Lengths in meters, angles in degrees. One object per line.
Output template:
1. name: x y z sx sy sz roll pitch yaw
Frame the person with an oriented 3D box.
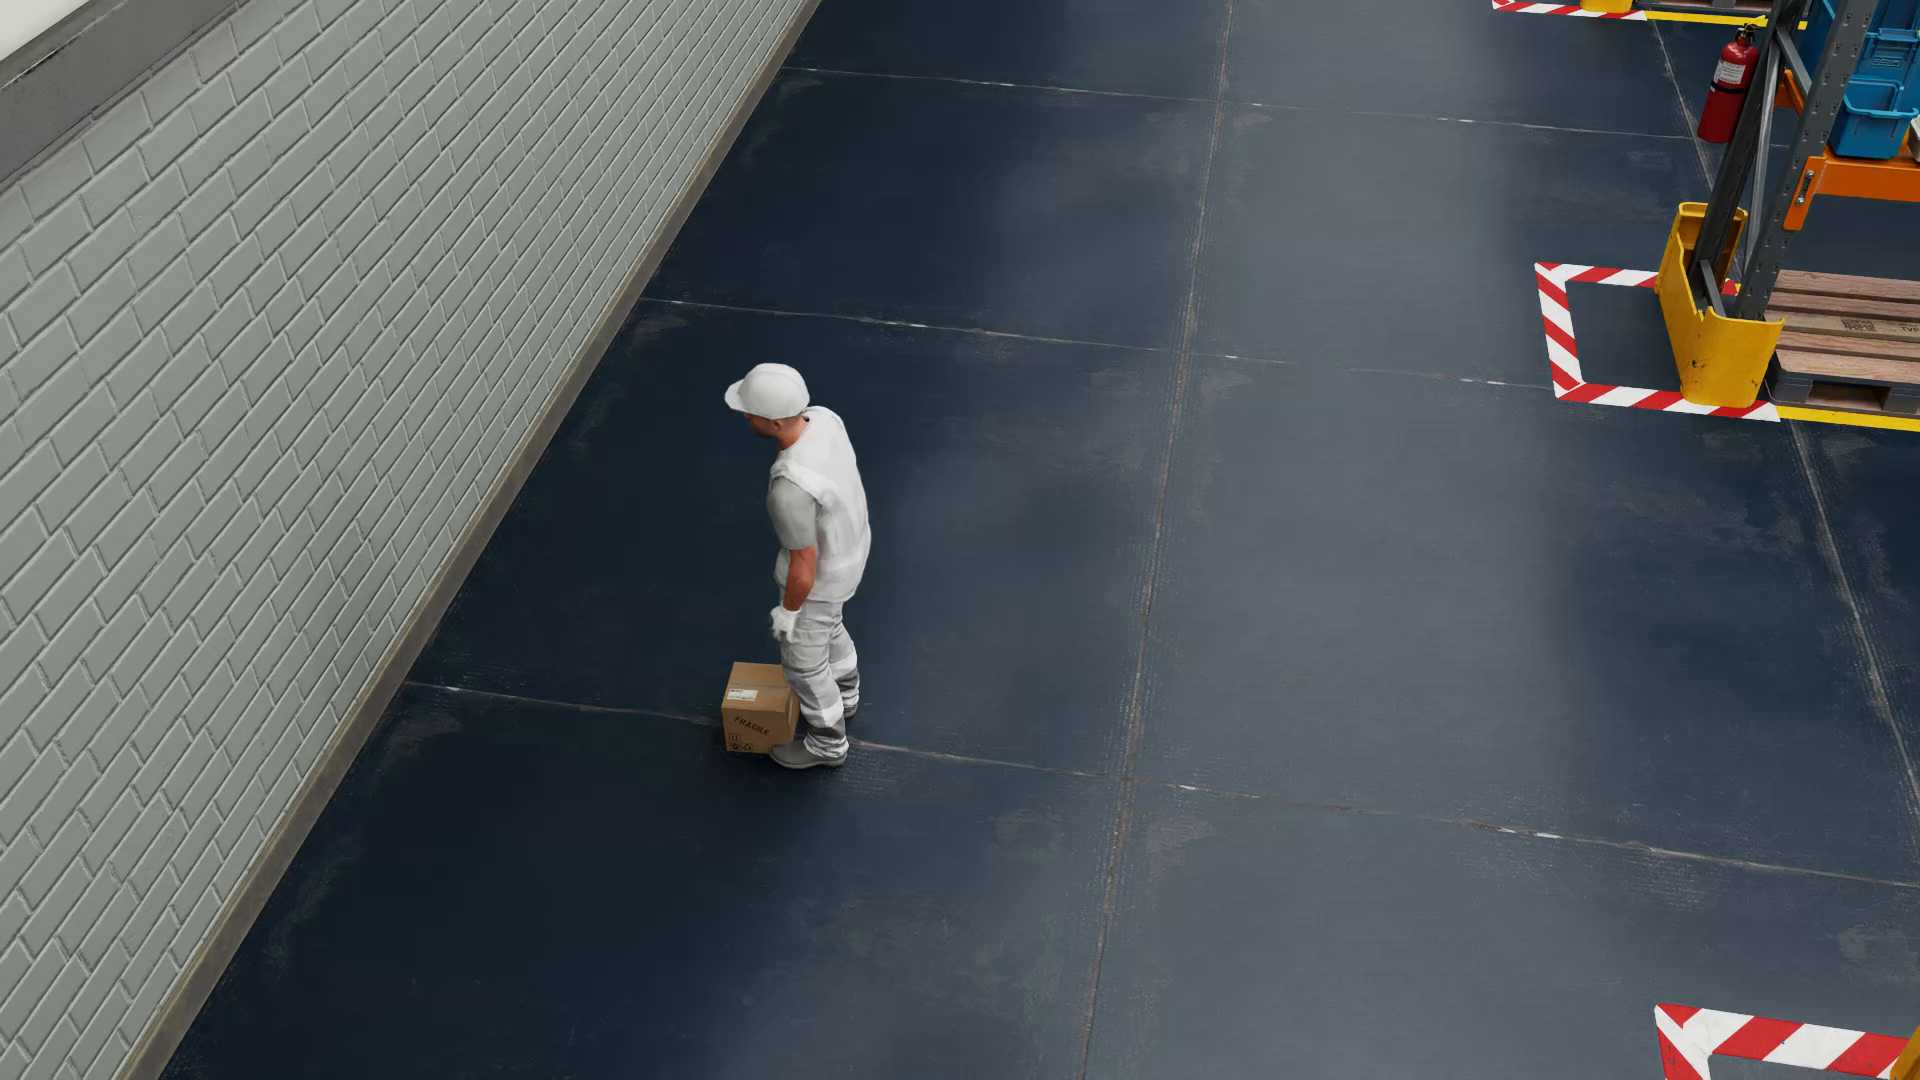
1. person: -0.553 0.103 6.024 0.453 1.778 0.605 7 41 8
